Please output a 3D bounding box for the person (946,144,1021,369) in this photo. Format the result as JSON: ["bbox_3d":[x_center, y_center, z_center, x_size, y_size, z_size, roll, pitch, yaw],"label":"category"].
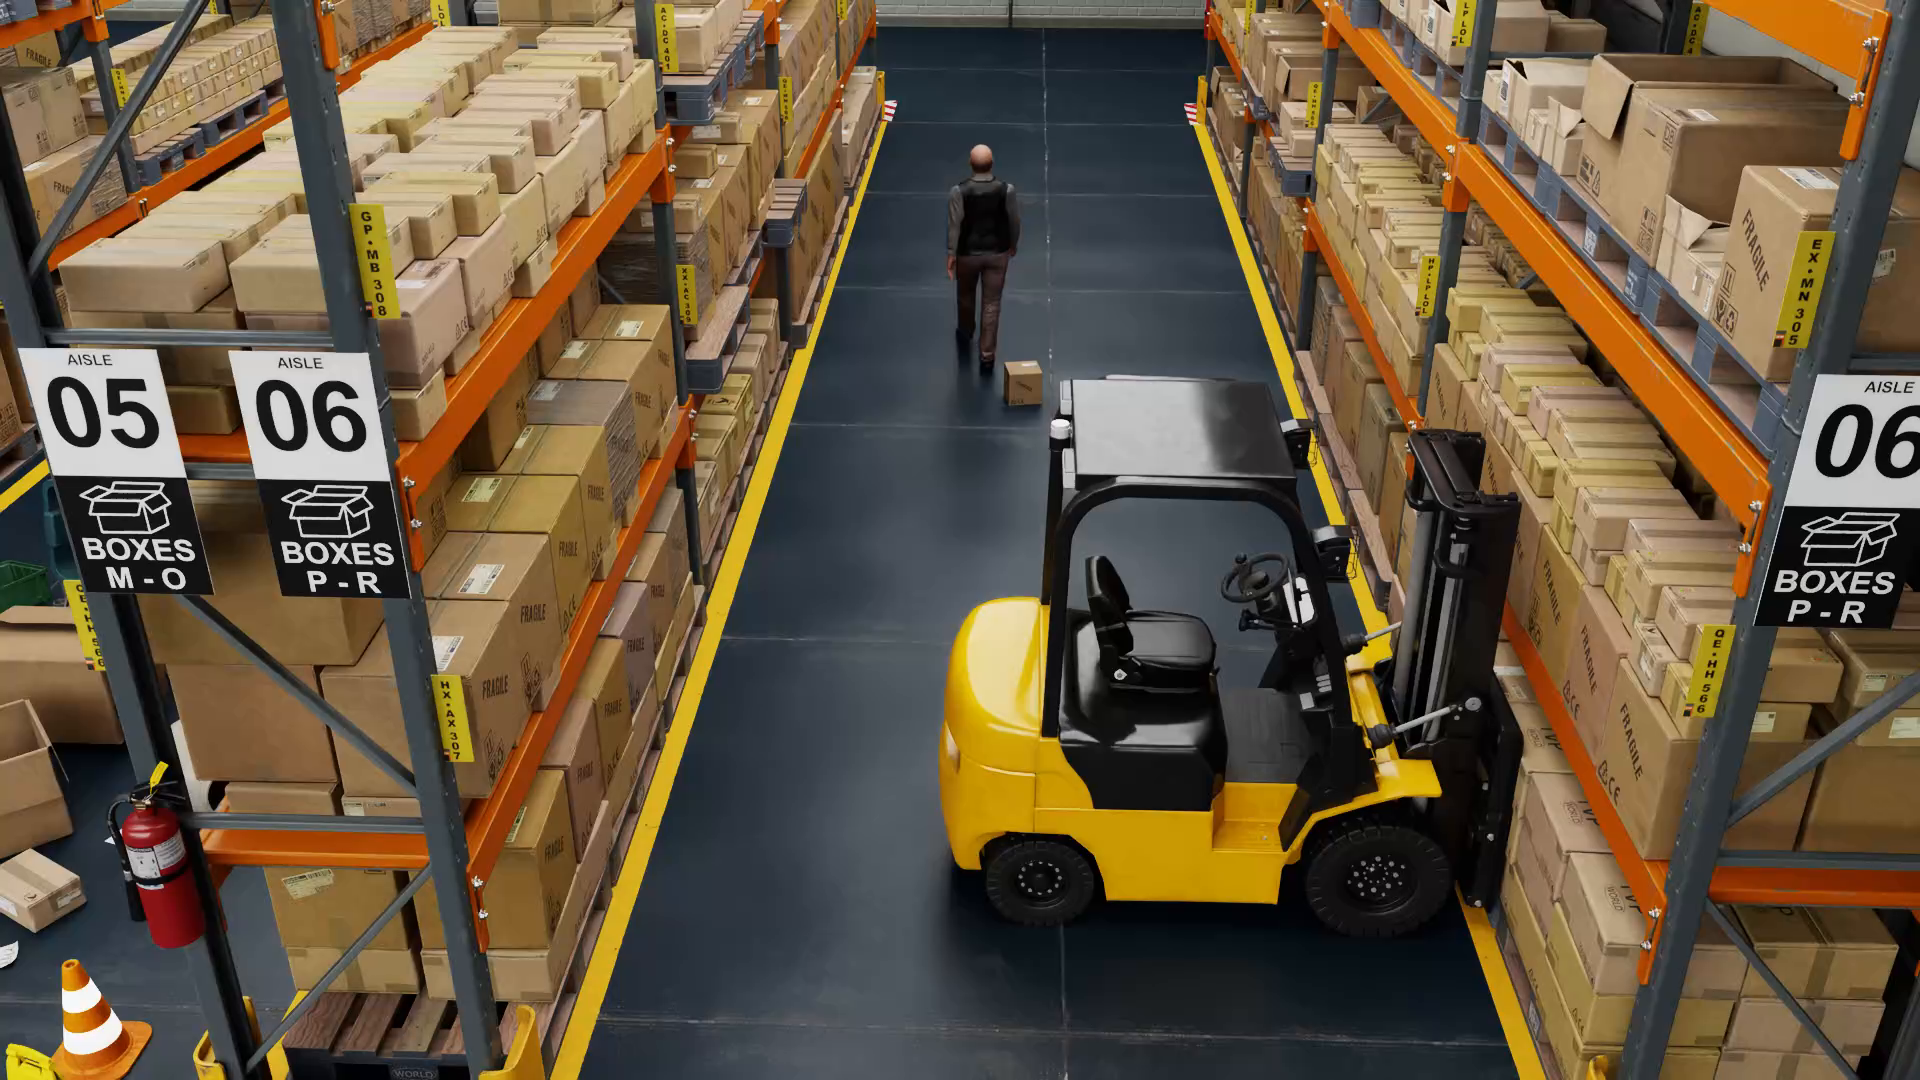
[{"bbox_3d":[0.178,-2.261,12.900,0.575,1.674,0.962,0,28,-1],"label":"person"}]
